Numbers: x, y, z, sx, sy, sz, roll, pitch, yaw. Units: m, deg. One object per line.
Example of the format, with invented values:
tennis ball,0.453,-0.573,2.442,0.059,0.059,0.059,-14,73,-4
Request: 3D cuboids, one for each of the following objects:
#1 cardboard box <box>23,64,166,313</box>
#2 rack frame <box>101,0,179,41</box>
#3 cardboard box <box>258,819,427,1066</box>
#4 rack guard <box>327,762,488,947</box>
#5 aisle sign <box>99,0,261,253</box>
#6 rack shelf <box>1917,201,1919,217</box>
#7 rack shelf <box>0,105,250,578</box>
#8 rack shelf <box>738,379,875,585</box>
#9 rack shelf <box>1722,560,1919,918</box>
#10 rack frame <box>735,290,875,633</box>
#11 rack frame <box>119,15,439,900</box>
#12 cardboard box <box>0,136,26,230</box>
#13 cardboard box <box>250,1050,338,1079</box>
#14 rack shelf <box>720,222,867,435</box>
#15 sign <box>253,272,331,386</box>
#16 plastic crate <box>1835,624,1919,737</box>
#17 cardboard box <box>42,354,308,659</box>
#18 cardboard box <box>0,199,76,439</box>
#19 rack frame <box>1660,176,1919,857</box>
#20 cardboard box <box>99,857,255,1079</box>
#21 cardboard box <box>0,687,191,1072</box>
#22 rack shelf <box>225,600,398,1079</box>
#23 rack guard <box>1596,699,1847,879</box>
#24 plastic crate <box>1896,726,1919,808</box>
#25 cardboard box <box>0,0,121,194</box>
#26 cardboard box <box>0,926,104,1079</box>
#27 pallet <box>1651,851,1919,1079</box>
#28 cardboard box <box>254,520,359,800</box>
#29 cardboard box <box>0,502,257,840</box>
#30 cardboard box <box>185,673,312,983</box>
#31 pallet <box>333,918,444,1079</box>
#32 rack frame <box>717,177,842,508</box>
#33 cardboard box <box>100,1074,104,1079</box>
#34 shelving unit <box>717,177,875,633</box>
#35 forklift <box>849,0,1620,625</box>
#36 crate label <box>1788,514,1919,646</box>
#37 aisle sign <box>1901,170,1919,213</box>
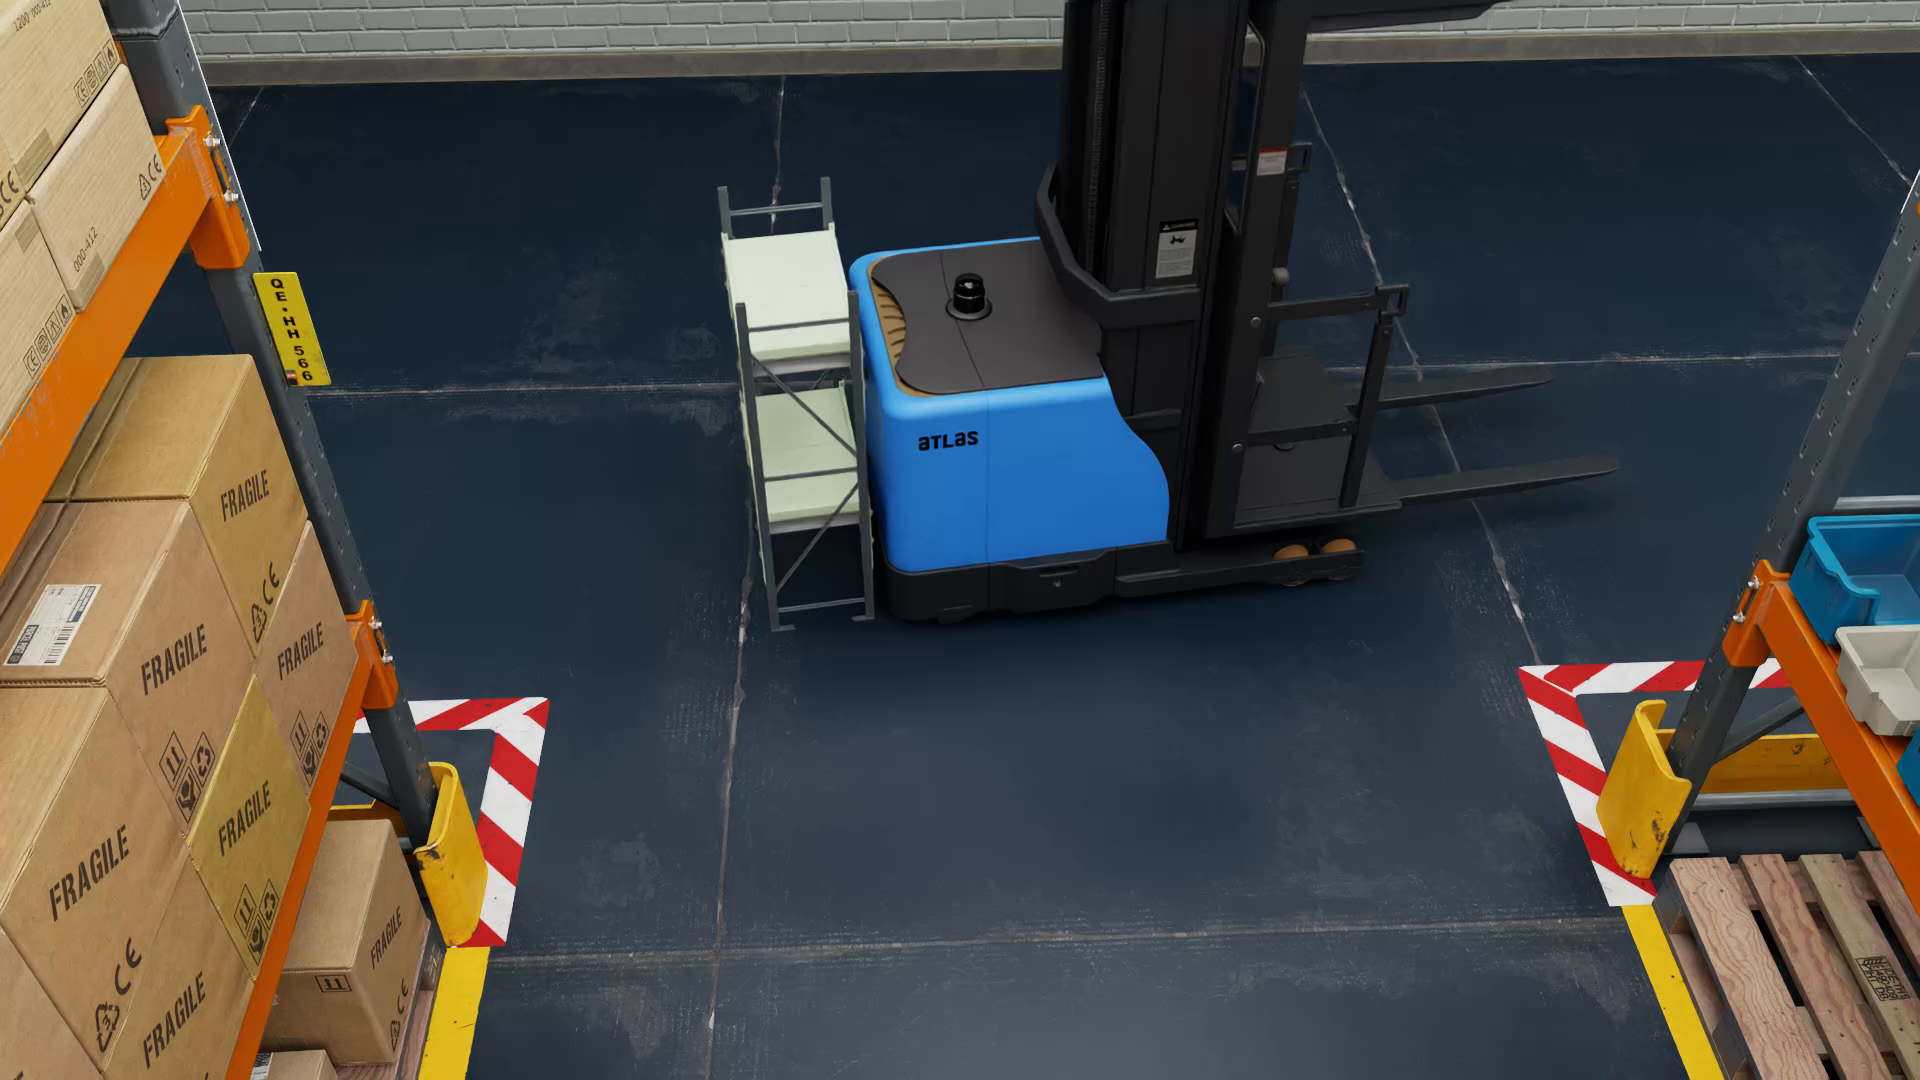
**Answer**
cardboard box,-1.869,-0.667,3.149,0.500,0.250,0.500,-2,43,-2
rack frame,-2.155,-2.168,2.455,1.000,3.000,0.127,-2,43,-2
cardboard box,-1.885,1.163,4.786,0.500,0.500,0.500,-2,43,-2
rack guard,-2.151,1.016,5.271,1.175,0.500,0.348,-2,43,-2
aisle sign,-1.852,-0.969,3.664,0.394,0.787,0.004,-2,43,-2
rack shelf,2.879,0.414,2.391,1.077,0.370,4.000,-2,43,-2
rack shelf,-2.070,0.553,2.239,1.077,0.370,4.000,-2,43,-2
rack shelf,-0.594,-0.232,6.375,0.431,0.370,0.720,-7,43,-8
rack shelf,2.879,1.519,3.405,1.077,0.370,4.000,-2,43,-2
rack frame,-0.528,-0.229,5.889,0.400,1.500,0.023,-7,43,-8
rack frame,-2.155,0.044,4.482,1.000,3.000,0.127,-2,43,-2
cardboard box,-1.857,-0.514,2.612,0.500,0.250,0.500,-2,43,-2
cardboard box,-1.958,1.562,4.597,0.380,0.166,0.250,-2,43,-2
rack shelf,-0.595,-0.760,5.891,0.431,0.370,0.720,-7,43,-8
sign,-1.599,-0.502,3.987,0.100,0.325,0.005,-2,43,-2
plastic crate,2.407,0.374,4.273,0.250,0.136,0.298,-2,43,-2
cardboard box,-1.861,-0.069,3.792,0.500,0.500,0.500,-2,43,-2
cardboard box,-1.859,-0.330,2.781,0.500,0.250,0.500,-2,43,-2
rack frame,2.794,-0.096,4.635,1.000,3.000,0.127,-2,43,-2
cardboard box,-1.822,0.989,3.378,0.500,0.500,0.500,-1,43,-1
cardboard box,-1.812,0.622,3.038,0.500,0.500,0.500,-1,43,-1
rack shelf,-2.070,1.659,3.252,1.077,0.370,4.000,-2,43,-2
rack guard,2.780,0.810,5.497,1.175,0.500,0.348,-2,43,-2
plastic crate,2.504,0.564,3.994,0.416,0.233,0.300,-2,43,-2
cardboard box,-1.878,-0.852,2.980,0.500,0.250,0.500,-2,43,-2
cardboard box,-1.790,0.968,2.660,0.500,0.500,0.500,0,43,0
pallet,2.791,1.490,4.968,1.003,0.211,1.213,-2,43,-2
cardboard box,-1.864,0.301,4.127,0.500,0.500,0.500,0,43,0
cardboard box,-1.839,0.272,3.420,0.500,0.500,0.500,-1,43,-1
cardboard box,-1.838,0.652,3.745,0.500,0.500,0.500,-1,43,-1
pallet,-2.117,1.661,4.782,1.003,0.211,1.213,-2,43,-2
rack frame,-0.661,-0.715,6.420,0.400,1.500,0.023,-7,43,-8
cardboard box,-1.801,1.329,3.007,0.500,0.500,0.500,-2,43,-2
shelving unit,-0.594,-0.472,6.155,0.431,1.500,0.755,-7,43,-8
forklift,1.130,-1.244,5.938,3.031,2.935,1.130,-7,43,-8
crate label,2.476,0.120,4.479,0.416,0.233,0.303,-2,43,-2
aisle sign,2.495,-1.094,3.800,0.394,0.787,0.004,-2,43,-2
